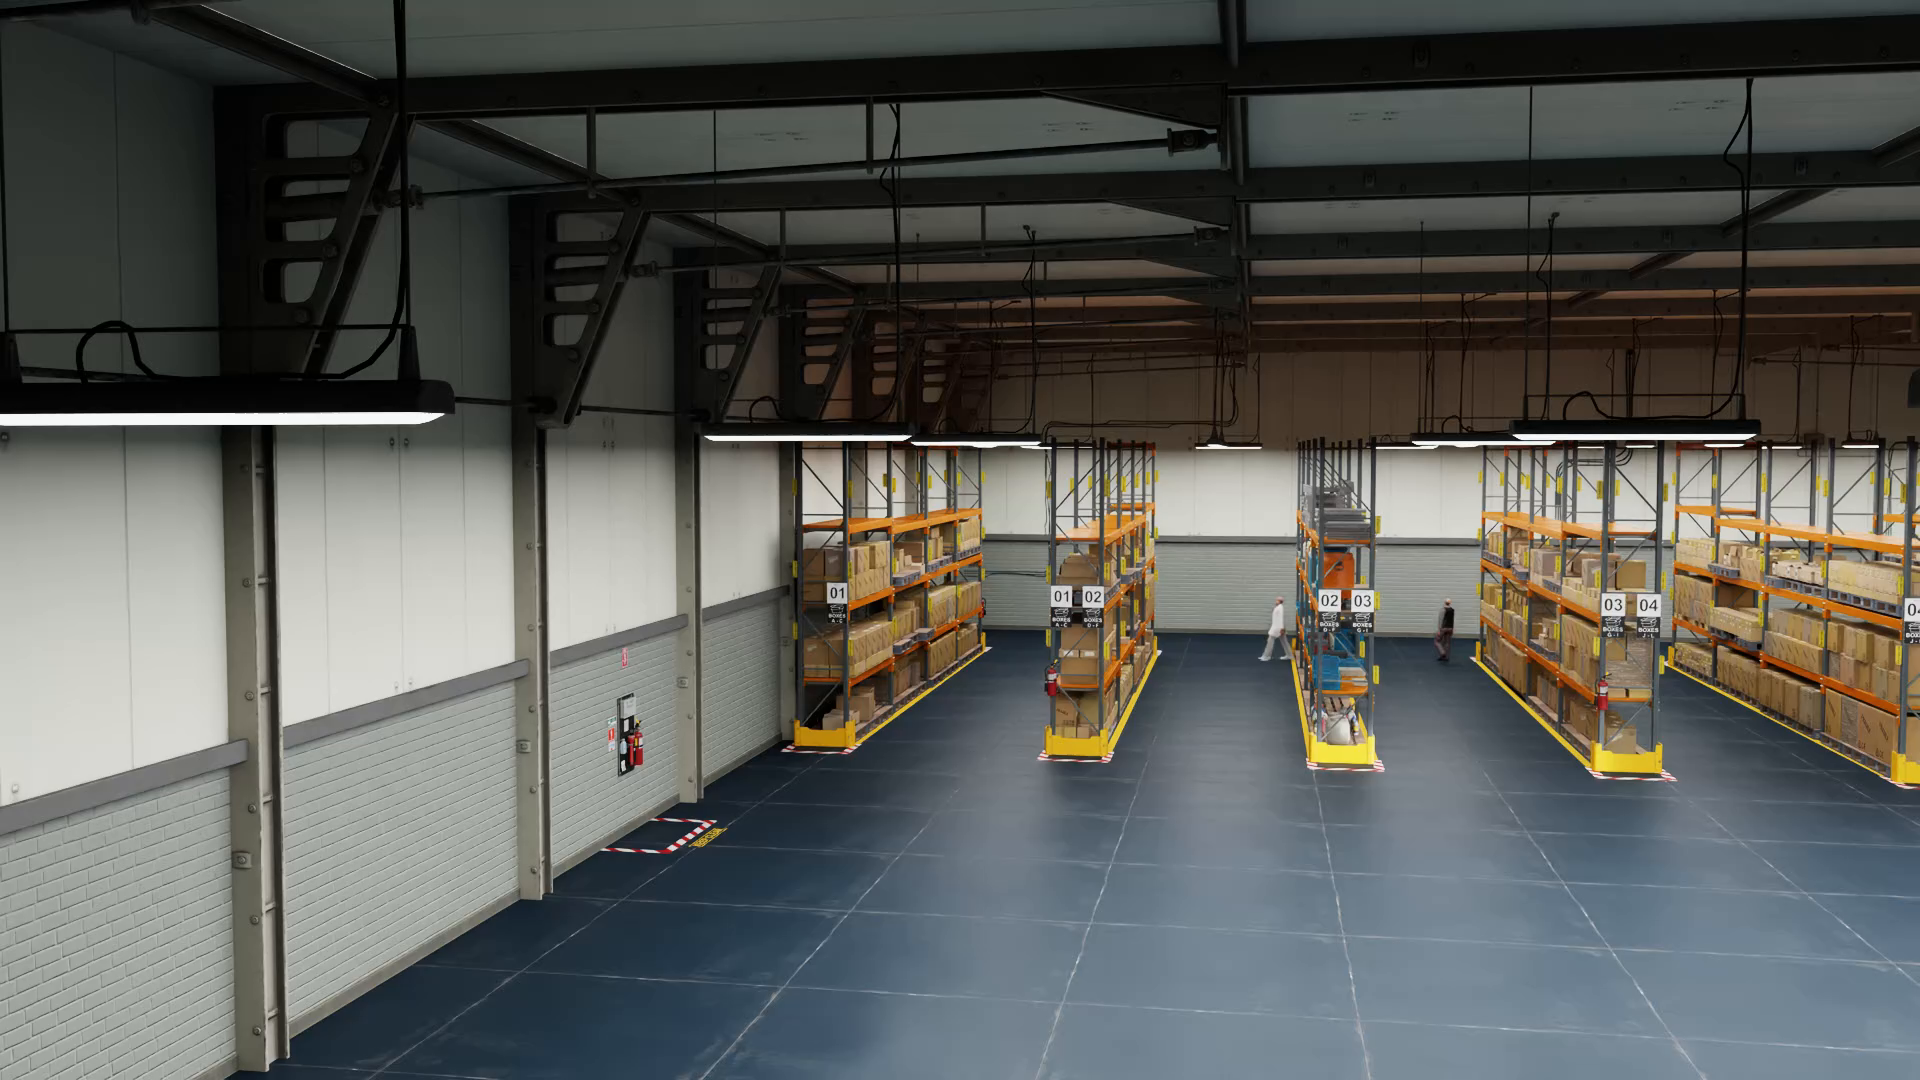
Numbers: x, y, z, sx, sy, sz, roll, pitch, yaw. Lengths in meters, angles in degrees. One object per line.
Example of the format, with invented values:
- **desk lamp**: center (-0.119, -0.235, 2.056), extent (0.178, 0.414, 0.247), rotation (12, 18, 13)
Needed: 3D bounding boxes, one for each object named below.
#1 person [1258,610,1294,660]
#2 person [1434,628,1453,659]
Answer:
- **person**: center (8.685, 2.549, 45.658), extent (0.922, 1.515, 0.432), rotation (1, 3, 26)
- **person**: center (13.217, 2.824, 45.400), extent (0.453, 0.864, 0.418), rotation (-1, 3, -14)
